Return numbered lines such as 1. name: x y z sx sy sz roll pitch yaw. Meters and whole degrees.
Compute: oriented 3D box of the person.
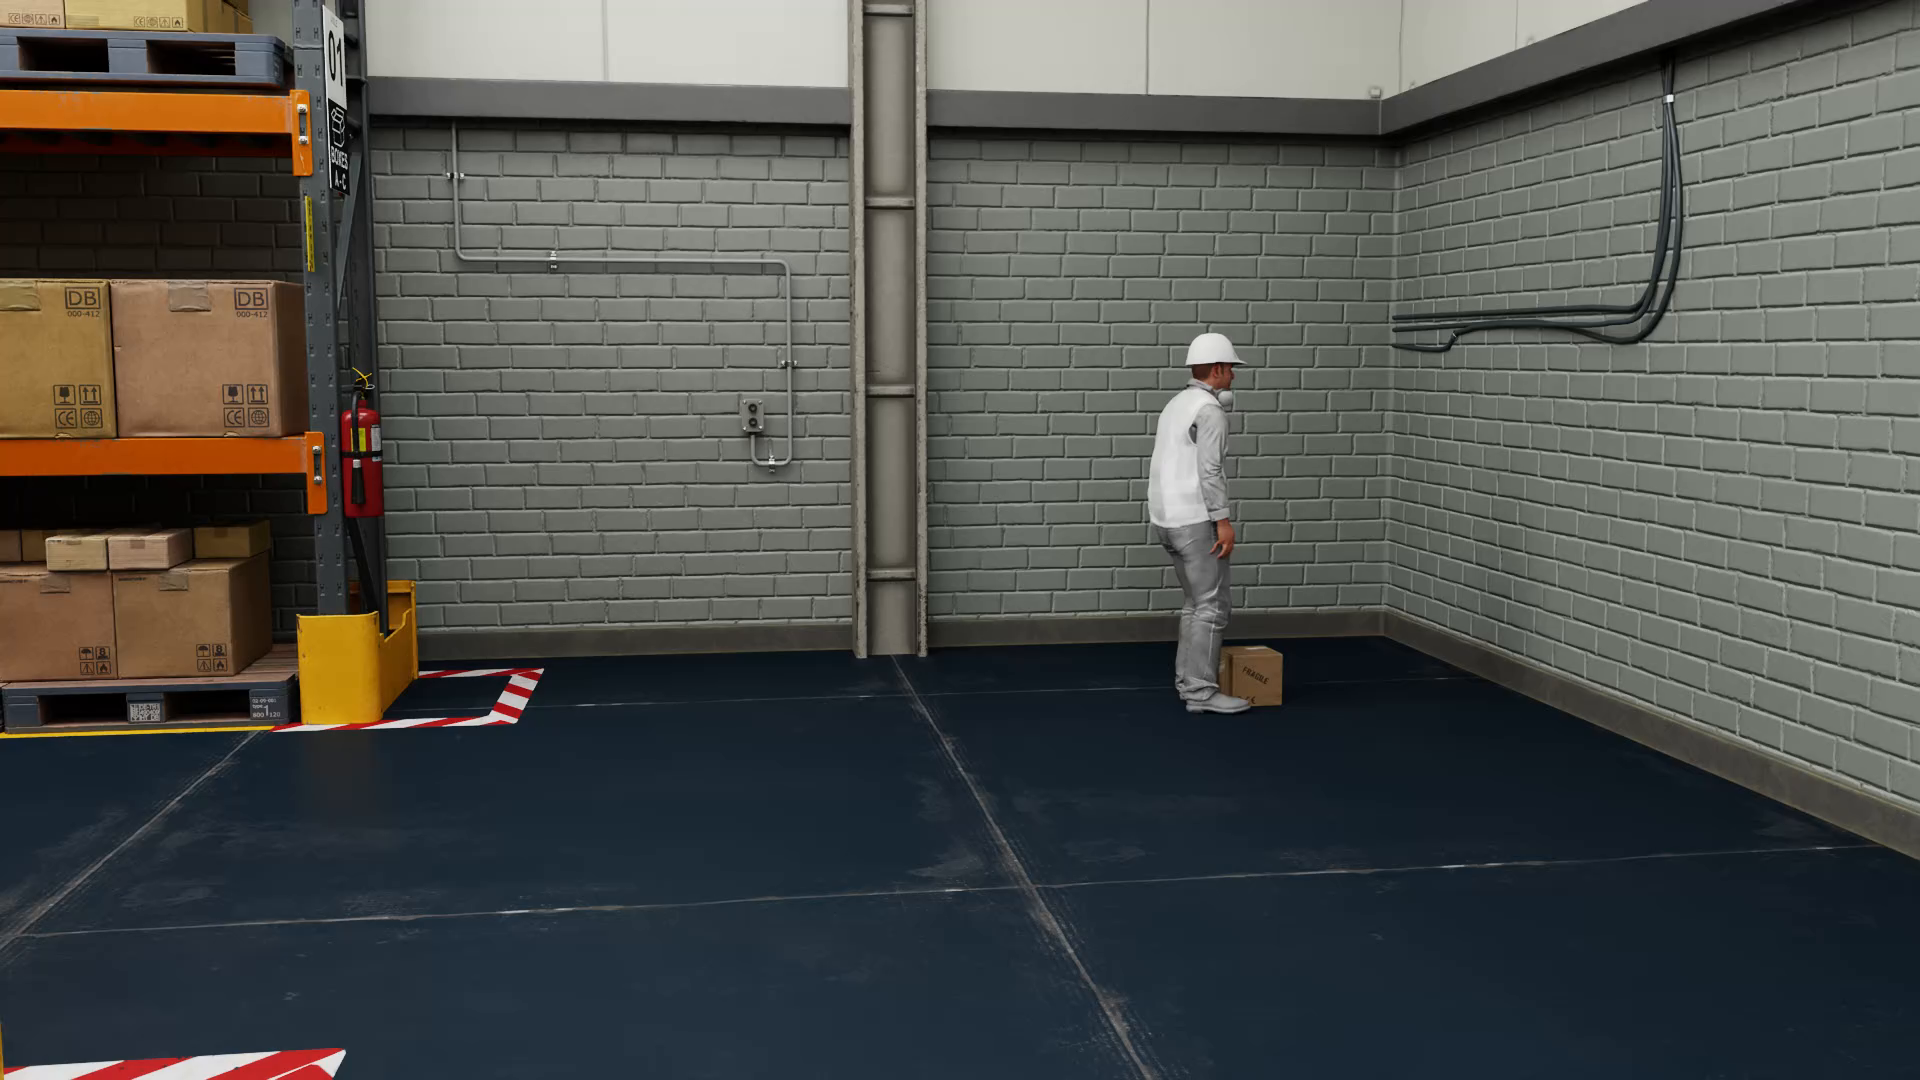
1. person: 1.144 -0.093 7.924 0.474 1.770 0.593 -1 7 -12
